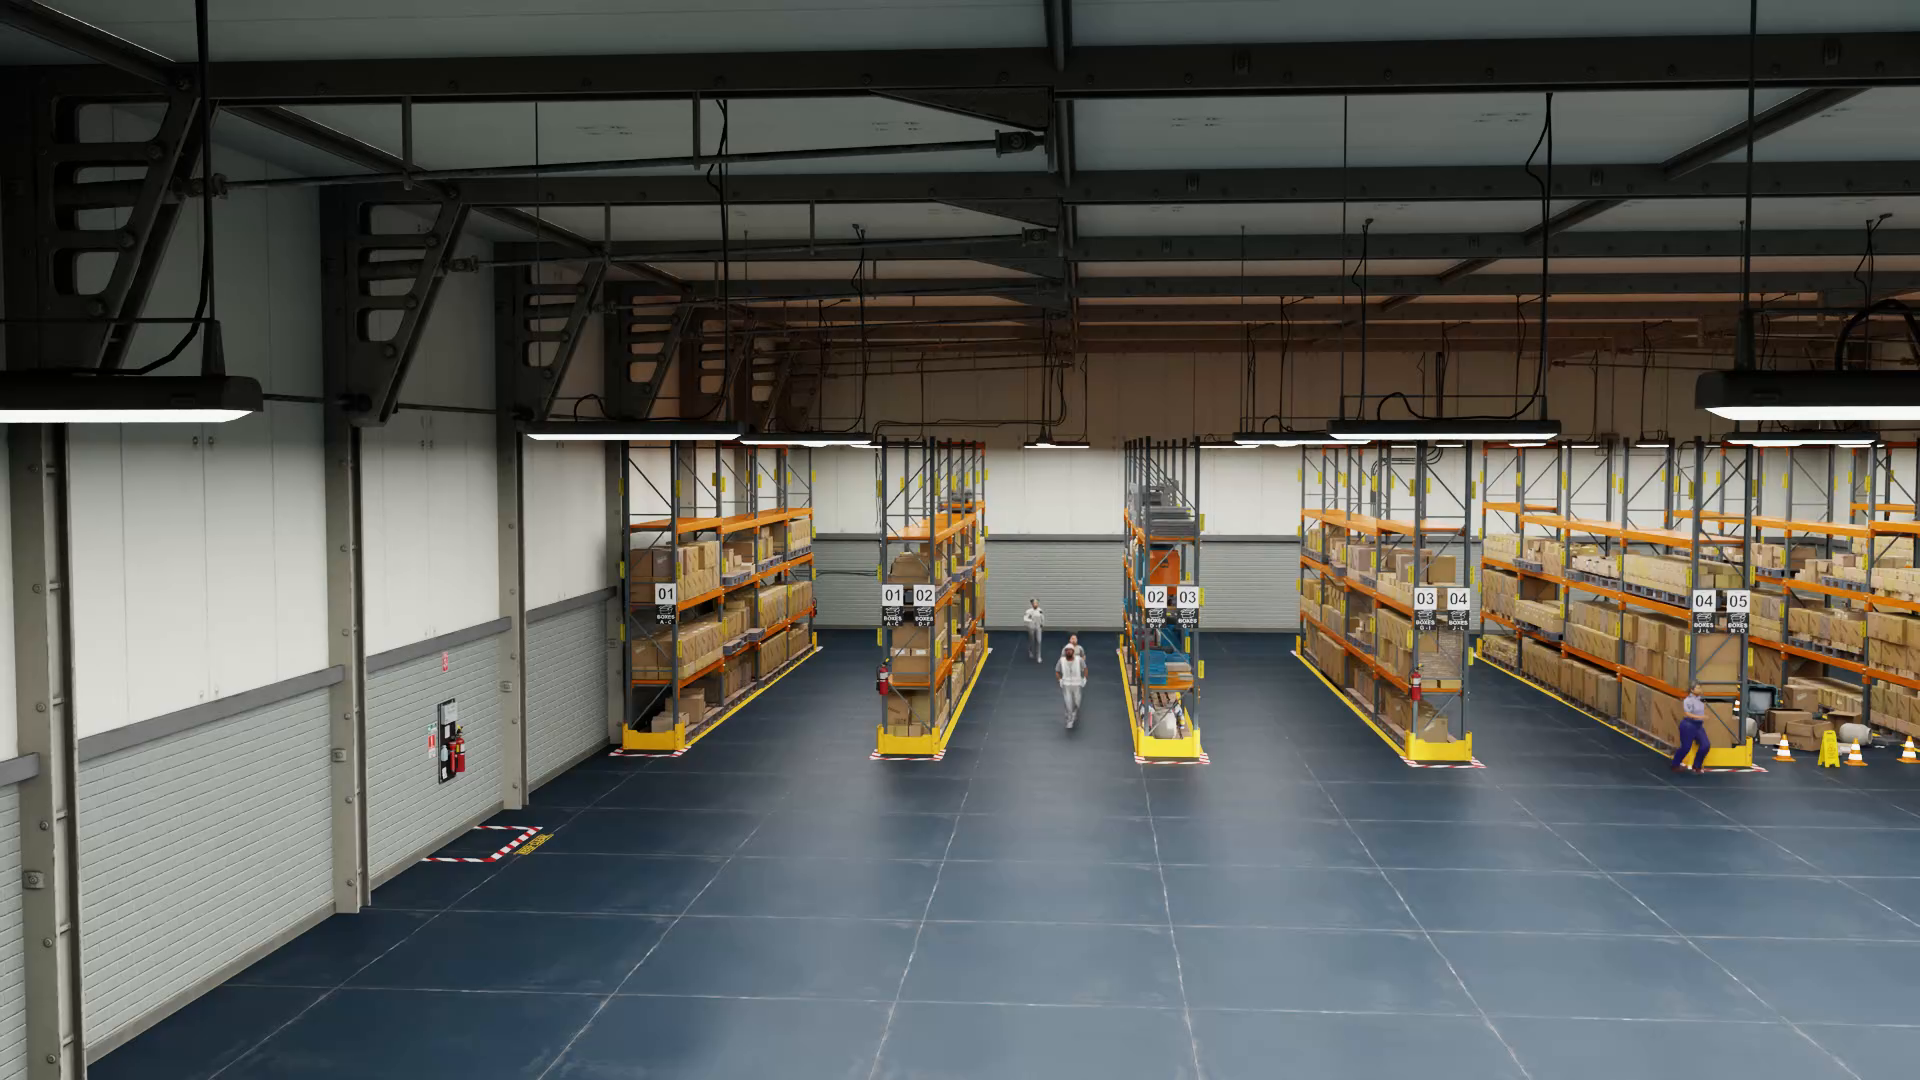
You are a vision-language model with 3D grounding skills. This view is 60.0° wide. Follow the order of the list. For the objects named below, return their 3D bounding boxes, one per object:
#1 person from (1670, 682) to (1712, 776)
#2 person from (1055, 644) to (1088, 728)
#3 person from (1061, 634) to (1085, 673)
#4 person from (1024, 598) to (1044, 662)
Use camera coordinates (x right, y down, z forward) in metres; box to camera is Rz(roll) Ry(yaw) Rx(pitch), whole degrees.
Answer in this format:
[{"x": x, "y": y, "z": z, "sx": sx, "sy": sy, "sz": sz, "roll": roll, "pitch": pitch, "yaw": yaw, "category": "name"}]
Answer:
[{"x": 12.930, "y": 3.404, "z": 29.340, "sx": 0.622, "sy": 1.627, "sz": 0.722, "roll": -2, "pitch": 4, "yaw": -38, "category": "person"}, {"x": 2.301, "y": 3.015, "z": 34.410, "sx": 0.684, "sy": 1.742, "sz": 0.543, "roll": 0, "pitch": 3, "yaw": 4, "category": "person"}, {"x": 2.534, "y": 2.912, "z": 37.200, "sx": 0.568, "sy": 1.634, "sz": 0.701, "roll": 0, "pitch": 3, "yaw": -4, "category": "person"}, {"x": 2.027, "y": 2.436, "z": 45.350, "sx": 0.602, "sy": 1.713, "sz": 0.885, "roll": 0, "pitch": 3, "yaw": -9, "category": "person"}]
